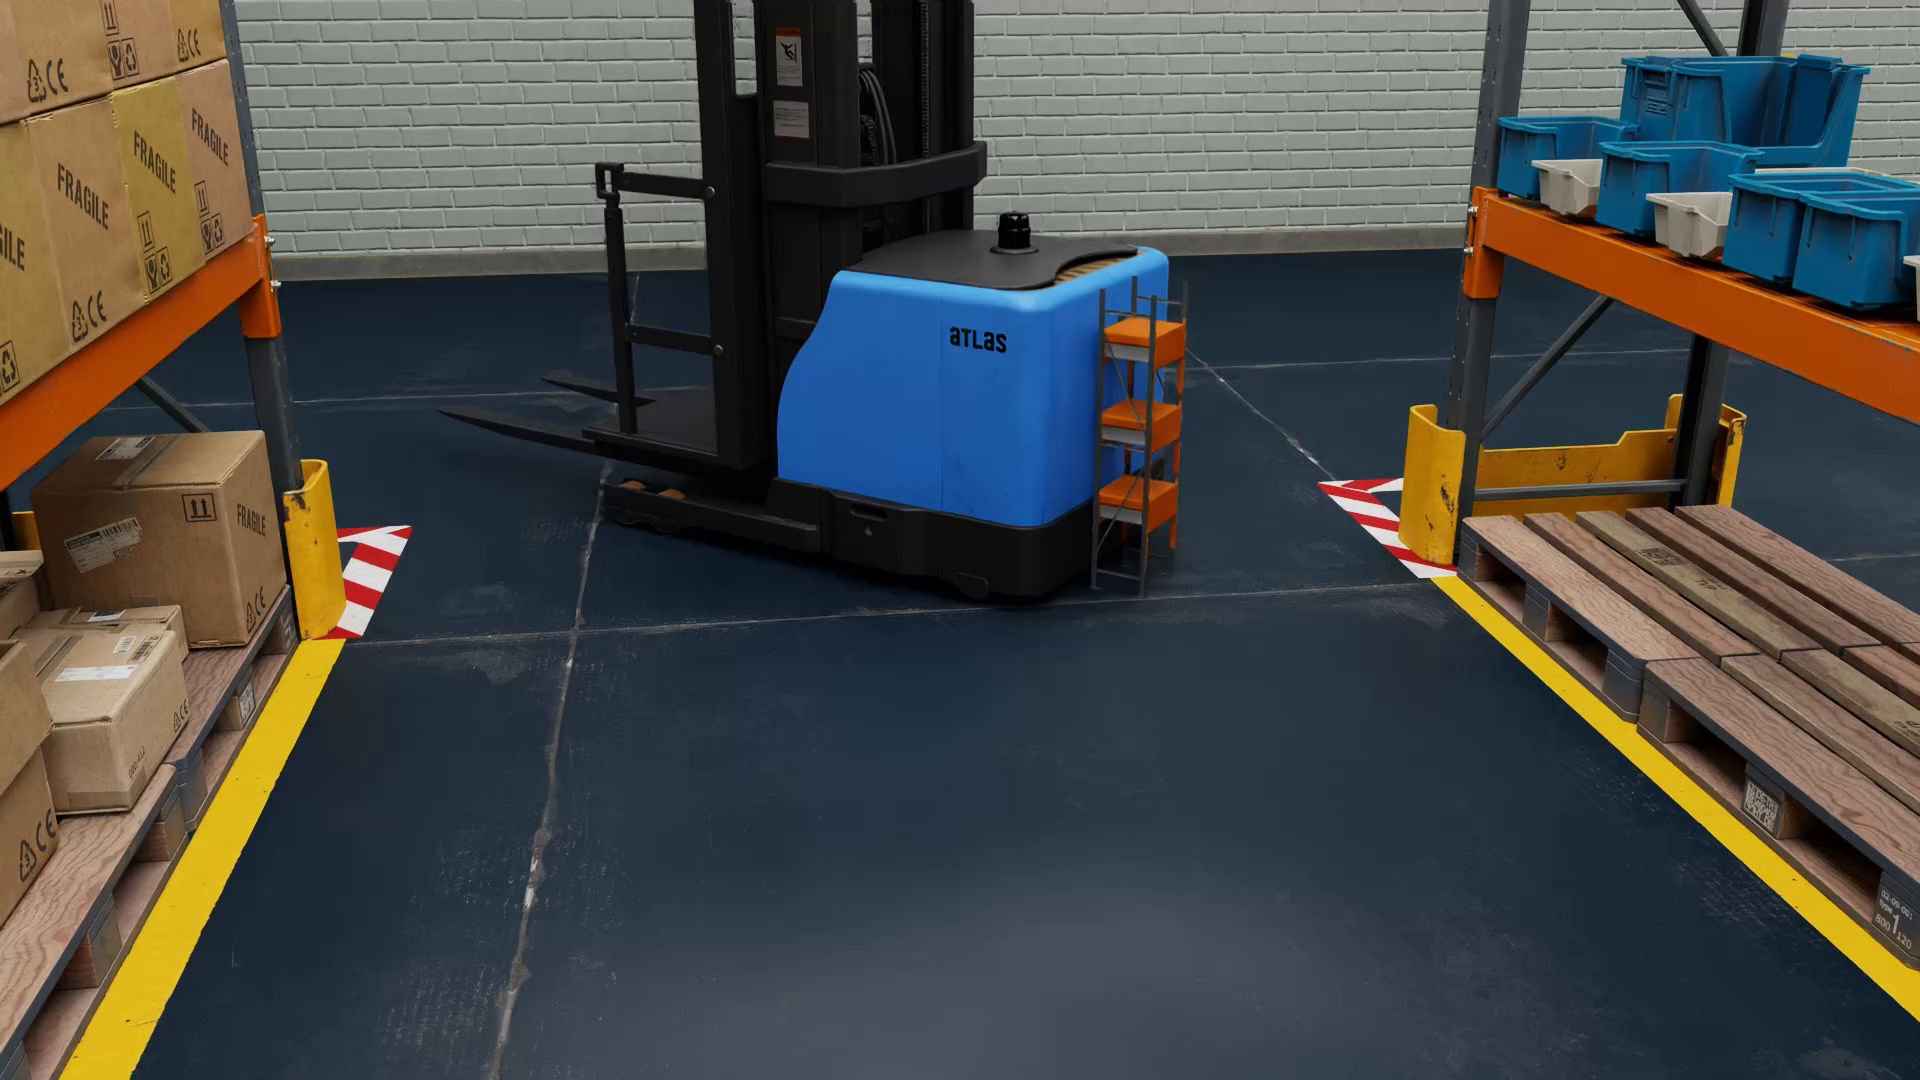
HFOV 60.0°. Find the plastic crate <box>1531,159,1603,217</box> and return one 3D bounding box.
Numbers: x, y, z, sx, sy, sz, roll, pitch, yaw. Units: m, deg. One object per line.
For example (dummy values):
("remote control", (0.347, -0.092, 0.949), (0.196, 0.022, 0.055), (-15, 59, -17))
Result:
("plastic crate", (1.927, -1.079, 5.110), (0.250, 0.136, 0.298), (-3, 21, -8))

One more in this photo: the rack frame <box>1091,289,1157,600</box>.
("rack frame", (0.542, -0.307, 5.536), (0.200, 1.050, 0.008), (12, 24, 29))

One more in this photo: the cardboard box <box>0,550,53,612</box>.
("cardboard box", (-2.929, 0.148, 4.978), (0.380, 0.149, 0.250), (-3, 21, -8))

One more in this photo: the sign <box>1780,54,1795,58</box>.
("sign", (2.795, -1.502, 5.717), (0.100, 0.325, 0.005), (-3, 21, -8))

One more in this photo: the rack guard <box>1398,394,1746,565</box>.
("rack guard", (2.236, -0.229, 6.114), (1.175, 0.500, 0.348), (-3, 21, -8))

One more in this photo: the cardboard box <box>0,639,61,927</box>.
("cardboard box", (-2.349, 0.554, 3.384), (0.797, 0.503, 0.637), (-3, 21, -8))

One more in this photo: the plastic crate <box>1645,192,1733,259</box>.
("plastic crate", (2.025, -0.845, 4.481), (0.250, 0.136, 0.298), (-3, 21, -8))

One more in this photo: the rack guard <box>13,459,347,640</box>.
("rack guard", (-2.638, 0.054, 5.358), (1.175, 0.500, 0.348), (-3, 21, -8))

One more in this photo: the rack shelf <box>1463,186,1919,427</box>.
("rack shelf", (2.541, -0.363, 3.928), (1.077, 0.370, 4.000), (-3, 21, -8))

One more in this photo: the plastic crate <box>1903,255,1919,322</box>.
("plastic crate", (2.281, -0.500, 3.558), (0.293, 0.136, 0.466), (-3, 21, -8))

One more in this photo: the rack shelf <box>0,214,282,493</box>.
("rack shelf", (-2.361, -0.114, 3.263), (1.077, 0.370, 4.000), (-3, 21, -8))

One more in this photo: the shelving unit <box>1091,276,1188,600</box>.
("shelving unit", (0.605, -0.343, 5.634), (0.215, 1.050, 0.252), (12, 24, 29))

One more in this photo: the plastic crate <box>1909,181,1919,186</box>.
("plastic crate", (2.577, -0.922, 4.690), (0.396, 0.136, 0.243), (-3, 21, -8))

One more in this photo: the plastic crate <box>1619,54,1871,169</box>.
("plastic crate", (2.486, -1.330, 5.355), (0.616, 0.435, 0.499), (-3, 21, -8))

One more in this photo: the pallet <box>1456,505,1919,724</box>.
("pallet", (2.333, 0.202, 5.375), (1.003, 0.211, 1.213), (-3, 21, -8))

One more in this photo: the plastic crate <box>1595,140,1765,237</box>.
("plastic crate", (2.057, -1.012, 4.792), (0.416, 0.233, 0.300), (-3, 21, -8))

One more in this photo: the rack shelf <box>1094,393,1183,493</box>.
("rack shelf", (0.605, -0.333, 5.638), (0.215, 0.259, 0.240), (12, 24, 29))

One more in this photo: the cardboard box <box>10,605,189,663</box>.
("cardboard box", (-2.358, 0.298, 4.551), (0.380, 0.166, 0.250), (-3, 21, -8))

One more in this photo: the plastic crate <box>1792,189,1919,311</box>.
("plastic crate", (2.196, -0.680, 3.903), (0.416, 0.233, 0.300), (-3, 21, -8))

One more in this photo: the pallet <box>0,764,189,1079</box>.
("pallet", (-2.350, 0.887, 3.541), (1.003, 0.211, 1.213), (-3, 21, -8))

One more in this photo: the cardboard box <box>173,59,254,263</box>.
("cardboard box", (-2.315, -1.049, 4.595), (0.500, 0.500, 0.500), (-2, 21, -6))

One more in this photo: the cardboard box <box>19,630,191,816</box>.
("cardboard box", (-2.220, 0.445, 4.040), (0.500, 0.250, 0.500), (-3, 21, -8))

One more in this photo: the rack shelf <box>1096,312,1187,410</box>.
("rack shelf", (0.605, -0.599, 5.539), (0.215, 0.259, 0.240), (12, 24, 29))

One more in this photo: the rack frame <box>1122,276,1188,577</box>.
("rack frame", (0.667, -0.380, 5.732), (0.200, 1.050, 0.008), (12, 24, 29))

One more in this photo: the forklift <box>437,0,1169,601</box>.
("forklift", (-0.762, -1.539, 6.147), (3.031, 2.935, 1.130), (12, 24, 30))

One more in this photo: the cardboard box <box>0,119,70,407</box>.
("cardboard box", (-2.098, -0.522, 3.184), (0.500, 0.500, 0.500), (-3, 21, -9))

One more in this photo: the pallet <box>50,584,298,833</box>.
("pallet", (-2.523, 0.465, 4.670), (1.003, 0.211, 1.213), (-3, 21, -8))

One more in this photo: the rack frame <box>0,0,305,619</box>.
("rack frame", (-2.649, -1.144, 4.991), (1.000, 3.000, 0.127), (-3, 21, -8))

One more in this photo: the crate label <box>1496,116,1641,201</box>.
("crate label", (1.963, -1.240, 5.402), (0.416, 0.233, 0.303), (-3, 21, -8))

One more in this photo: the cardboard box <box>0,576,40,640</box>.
("cardboard box", (-2.780, 0.314, 4.389), (0.500, 0.250, 0.500), (-3, 21, -8))

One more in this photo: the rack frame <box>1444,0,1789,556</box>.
("rack frame", (2.253, -1.392, 5.656), (1.000, 3.000, 0.127), (-3, 21, -8))

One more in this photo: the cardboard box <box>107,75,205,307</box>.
("cardboard box", (-2.237, -0.870, 4.115), (0.500, 0.500, 0.500), (-3, 21, -7))

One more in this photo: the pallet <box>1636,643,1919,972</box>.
("pallet", (2.506, 0.623, 4.246), (1.003, 0.211, 1.213), (-3, 21, -8))

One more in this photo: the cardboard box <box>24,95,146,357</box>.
("cardboard box", (-2.171, -0.697, 3.651), (0.500, 0.500, 0.500), (-3, 21, -7))

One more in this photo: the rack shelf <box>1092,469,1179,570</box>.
("rack shelf", (0.605, -0.073, 5.735), (0.215, 0.259, 0.240), (12, 24, 29))

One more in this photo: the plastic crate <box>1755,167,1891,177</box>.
("plastic crate", (2.549, -1.024, 4.961), (0.396, 0.136, 0.243), (-3, 21, -8))

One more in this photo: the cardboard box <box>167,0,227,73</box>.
("cardboard box", (-2.313, -1.519, 4.423), (0.500, 0.500, 0.500), (-3, 21, -8))

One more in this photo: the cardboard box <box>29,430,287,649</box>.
("cardboard box", (-2.327, -0.003, 4.881), (0.500, 0.500, 0.500), (-3, 21, -8))

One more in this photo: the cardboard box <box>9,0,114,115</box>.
("cardboard box", (-2.160, -1.165, 3.475), (0.500, 0.500, 0.500), (-2, 21, -6))

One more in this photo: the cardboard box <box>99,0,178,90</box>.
("cardboard box", (-2.239, -1.344, 3.955), (0.500, 0.500, 0.500), (-2, 21, -6))

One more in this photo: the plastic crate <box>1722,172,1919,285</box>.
("plastic crate", (2.152, -0.784, 4.181), (0.416, 0.233, 0.300), (-3, 21, -8))

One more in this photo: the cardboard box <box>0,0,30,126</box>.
("cardboard box", (-2.086, -0.987, 2.999), (0.500, 0.500, 0.500), (-2, 21, -6))
